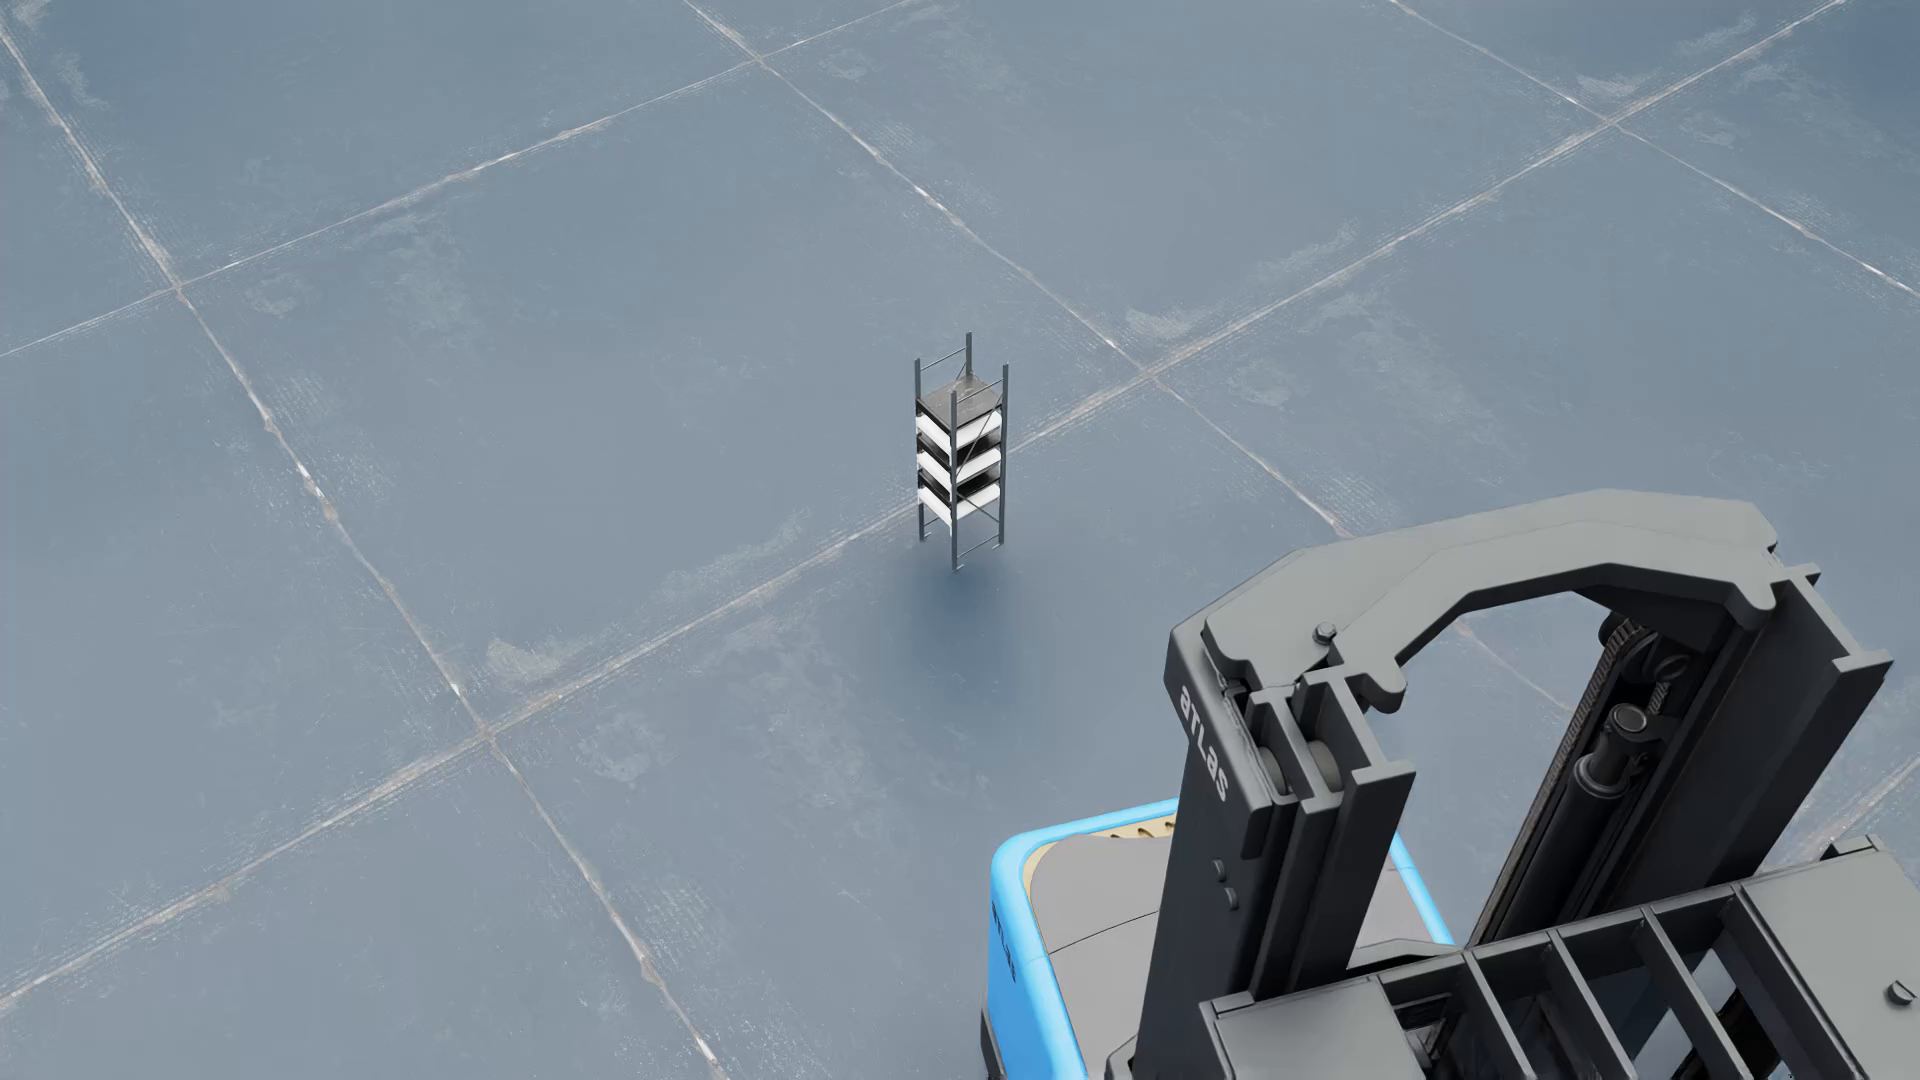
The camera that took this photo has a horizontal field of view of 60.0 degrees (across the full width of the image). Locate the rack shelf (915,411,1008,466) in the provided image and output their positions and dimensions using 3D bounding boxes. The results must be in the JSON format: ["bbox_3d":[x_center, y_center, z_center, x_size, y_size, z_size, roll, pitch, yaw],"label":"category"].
[{"bbox_3d":[0.005,-0.396,5.804,0.258,0.077,0.200,-29,54,-24],"label":"rack shelf"}]

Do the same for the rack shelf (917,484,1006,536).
[{"bbox_3d":[0.005,-0.154,6.070,0.258,0.077,0.200,-29,54,-24],"label":"rack shelf"}]

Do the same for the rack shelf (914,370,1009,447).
[{"bbox_3d":[0.005,-0.456,5.737,0.258,0.077,0.200,-29,54,-24],"label":"rack shelf"}]

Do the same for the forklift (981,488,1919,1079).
[{"bbox_3d":[0.932,1.449,2.958,1.130,2.935,3.031,-11,49,-10],"label":"forklift"}]

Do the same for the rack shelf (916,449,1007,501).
[{"bbox_3d":[0.005,-0.275,5.937,0.258,0.077,0.200,-29,54,-24],"label":"rack shelf"}]

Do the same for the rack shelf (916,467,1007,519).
[{"bbox_3d":[0.005,-0.215,6.004,0.258,0.077,0.200,-29,54,-24],"label":"rack shelf"}]

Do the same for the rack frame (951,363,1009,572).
[{"bbox_3d":[0.066,-0.237,5.858,0.240,0.900,0.006,-29,54,-24],"label":"rack frame"}]

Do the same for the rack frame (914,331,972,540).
[{"bbox_3d":[-0.057,-0.357,5.967,0.240,0.900,0.006,-29,54,-24],"label":"rack frame"}]

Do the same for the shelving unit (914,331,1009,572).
[{"bbox_3d":[0.005,-0.297,5.912,0.258,0.900,0.210,-29,54,-24],"label":"shelving unit"}]

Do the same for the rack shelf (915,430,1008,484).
[{"bbox_3d":[0.005,-0.336,5.870,0.258,0.077,0.200,-29,54,-24],"label":"rack shelf"}]
